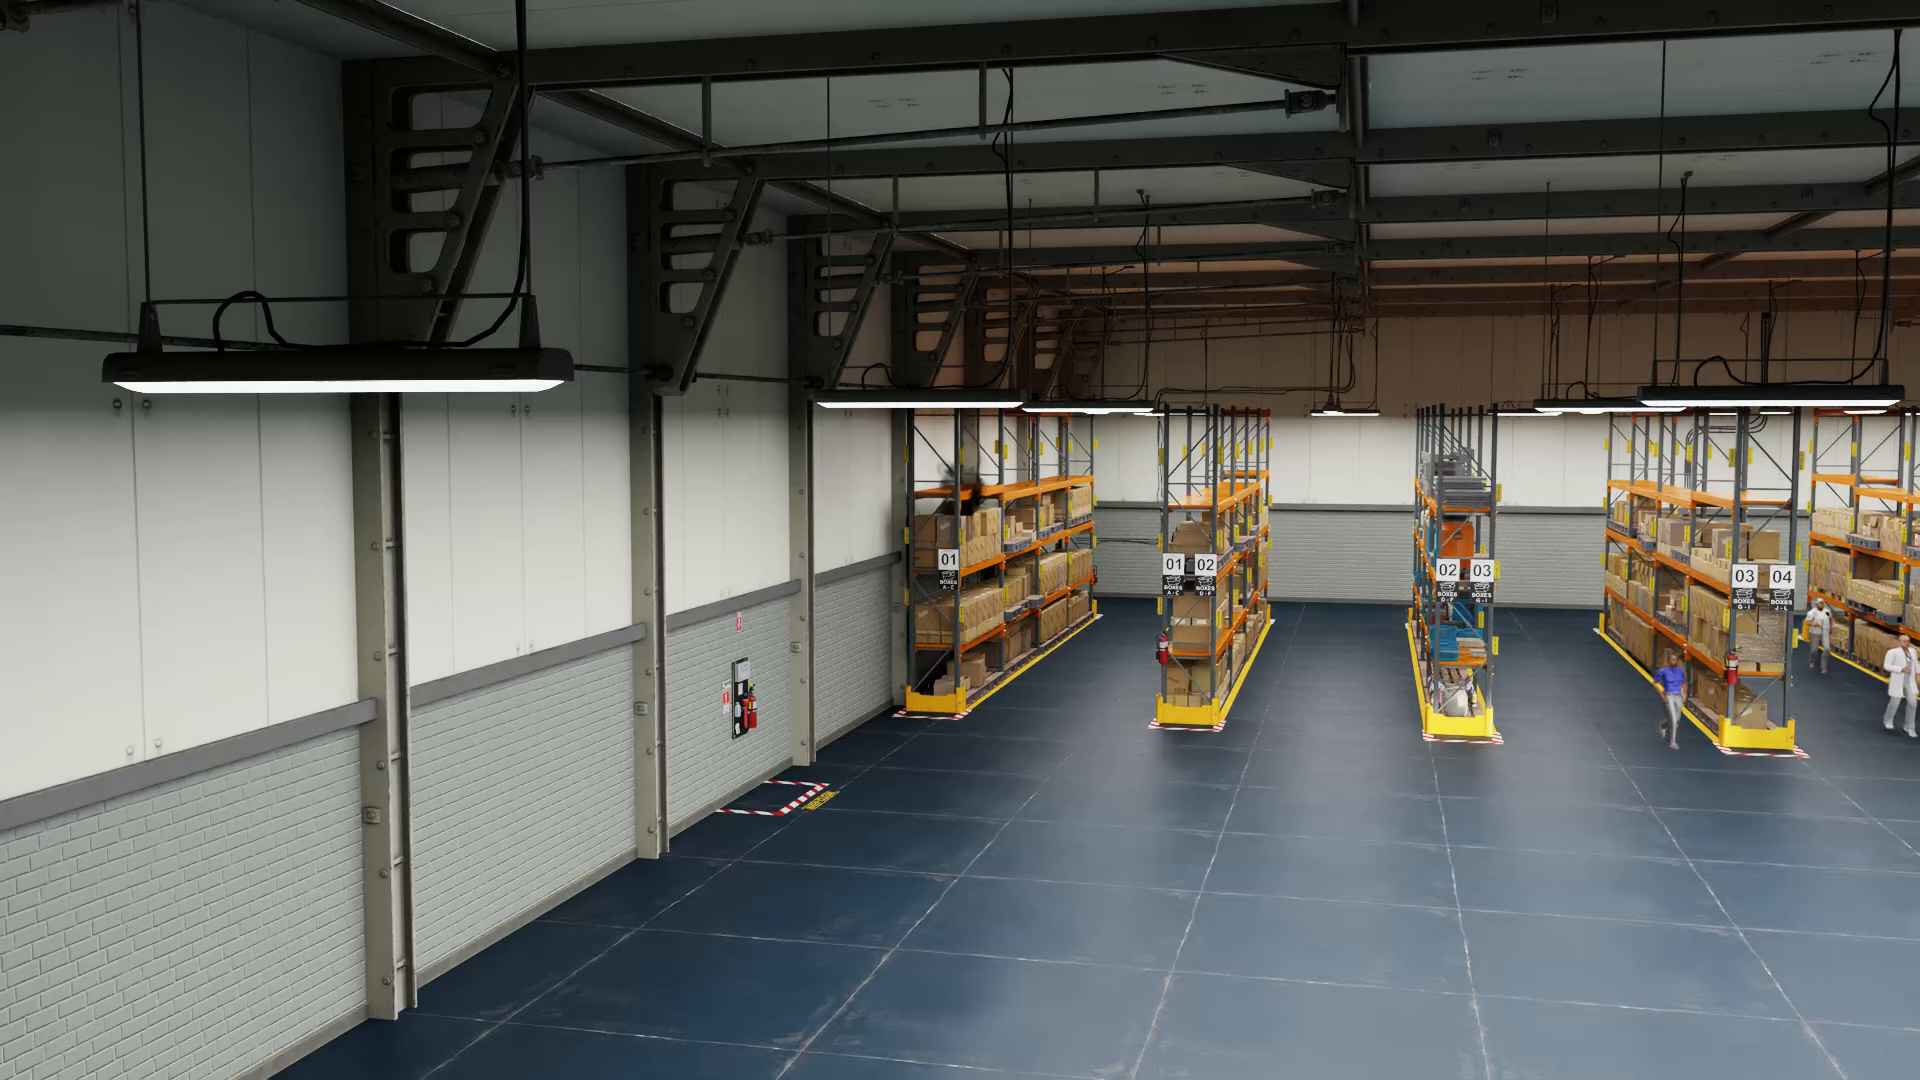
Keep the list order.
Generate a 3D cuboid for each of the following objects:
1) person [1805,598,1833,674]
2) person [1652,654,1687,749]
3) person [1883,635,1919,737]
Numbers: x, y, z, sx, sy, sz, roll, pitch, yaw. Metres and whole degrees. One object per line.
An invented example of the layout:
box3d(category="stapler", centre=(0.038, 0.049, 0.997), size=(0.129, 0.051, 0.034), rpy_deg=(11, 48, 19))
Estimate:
box3d(category="person", centre=(19.456, 2.167, 37.662), size=(0.608, 1.719, 0.759), rpy_deg=(1, 4, 16))
box3d(category="person", centre=(12.454, 2.803, 29.210), size=(0.601, 1.642, 0.720), rpy_deg=(-1, 4, -8))
box3d(category="person", centre=(17.127, 2.647, 30.229), size=(0.740, 1.866, 0.847), rpy_deg=(0, 4, 3))
